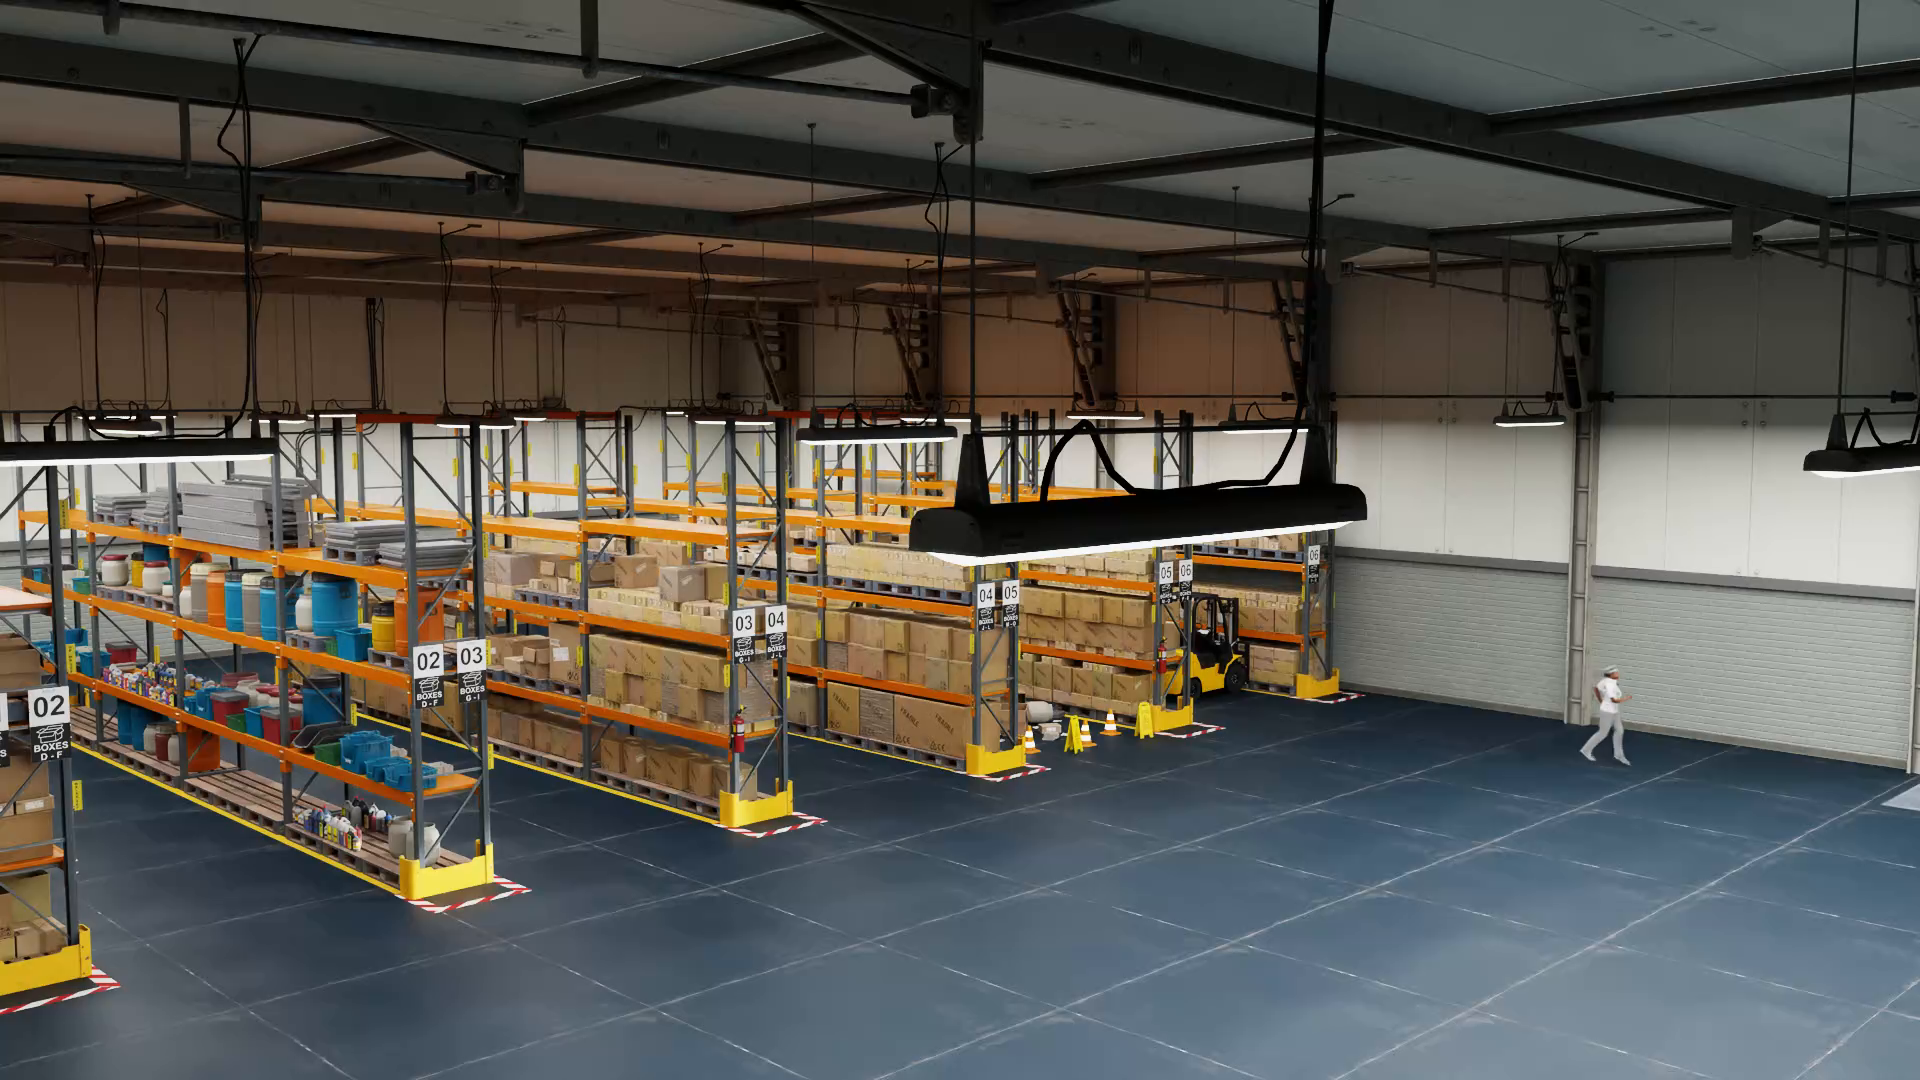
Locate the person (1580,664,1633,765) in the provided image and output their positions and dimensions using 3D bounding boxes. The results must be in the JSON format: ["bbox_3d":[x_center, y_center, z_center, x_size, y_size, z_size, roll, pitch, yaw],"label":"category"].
[{"bbox_3d":[11.130,2.994,28.619,0.817,1.750,0.579,2,5,23],"label":"person"}]
